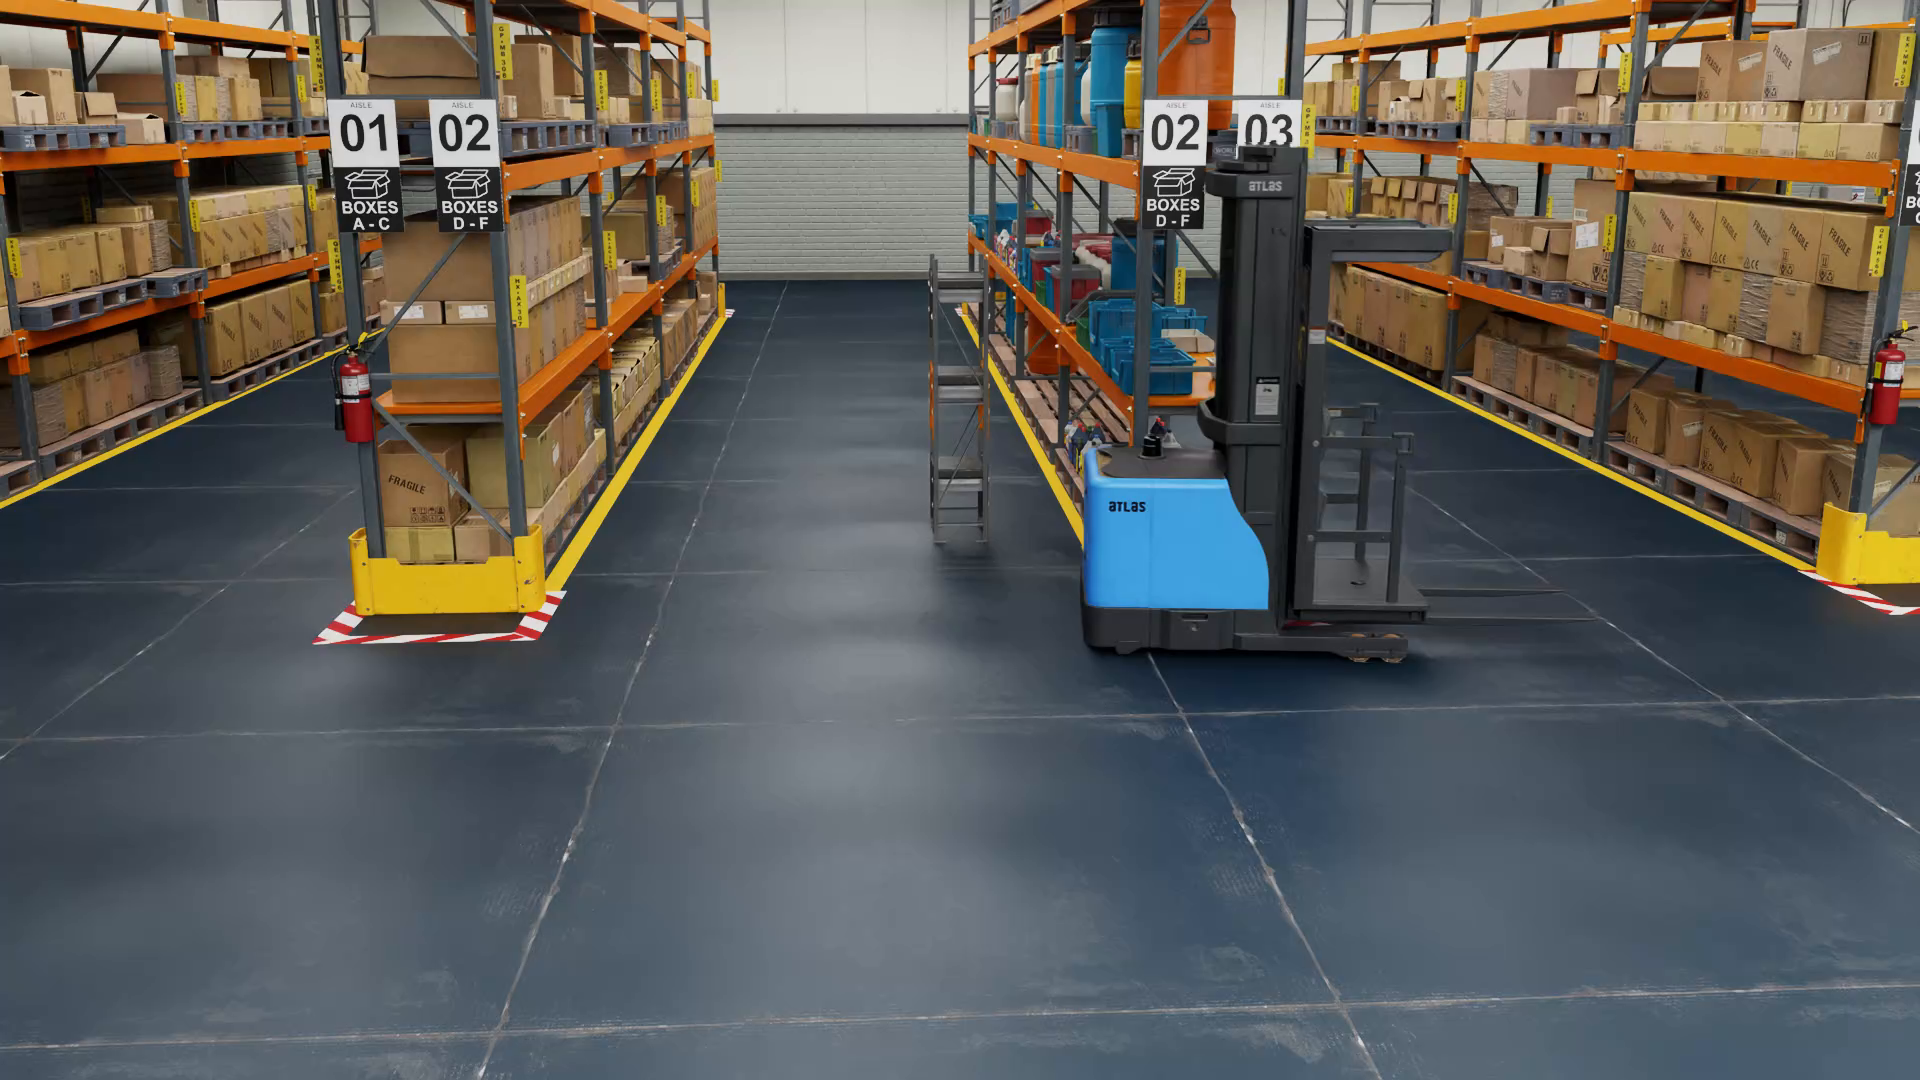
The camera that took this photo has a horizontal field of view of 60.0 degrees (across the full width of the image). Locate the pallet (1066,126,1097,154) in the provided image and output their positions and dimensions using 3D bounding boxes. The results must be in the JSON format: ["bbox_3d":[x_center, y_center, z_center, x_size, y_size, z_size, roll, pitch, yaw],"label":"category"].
[{"bbox_3d":[1.525,-3.281,13.617,1.213,0.211,1.003,-1,14,-3],"label":"pallet"}]

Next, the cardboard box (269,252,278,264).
[{"bbox_3d":[-8.663,-3.488,20.528,0.380,0.149,0.250,-1,14,-3],"label":"cardboard box"}]

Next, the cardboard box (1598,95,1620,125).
[{"bbox_3d":[6.168,-3.997,15.449,0.396,0.266,0.258,0,14,-1],"label":"cardboard box"}]

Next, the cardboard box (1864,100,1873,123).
[{"bbox_3d":[6.346,-2.883,11.193,0.380,0.149,0.250,-1,14,-5],"label":"cardboard box"}]

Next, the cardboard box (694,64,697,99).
[{"bbox_3d":[-4.172,-6.616,23.993,0.700,0.500,0.500,-1,14,-3],"label":"cardboard box"}]

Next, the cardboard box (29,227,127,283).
[{"bbox_3d":[-8.615,-2.775,16.207,0.700,0.500,0.500,-1,14,-3],"label":"cardboard box"}]

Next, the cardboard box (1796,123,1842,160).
[{"bbox_3d":[6.257,-2.799,11.668,0.500,0.250,0.500,-1,14,-3],"label":"cardboard box"}]

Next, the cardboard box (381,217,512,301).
[{"bbox_3d":[-3.333,-1.833,10.828,0.700,0.500,0.500,-1,14,-3],"label":"cardboard box"}]

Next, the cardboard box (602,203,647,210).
[{"bbox_3d":[-4.145,-3.972,20.901,0.700,0.500,0.500,1,14,5],"label":"cardboard box"}]

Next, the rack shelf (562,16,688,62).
[{"bbox_3d":[-3.933,-5.877,19.557,1.077,0.370,4.000,-1,14,-3],"label":"rack shelf"}]

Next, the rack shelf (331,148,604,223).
[{"bbox_3d":[-3.438,-2.629,12.148,1.077,0.370,4.000,-1,14,-3],"label":"rack shelf"}]

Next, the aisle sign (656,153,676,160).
[{"bbox_3d":[-4.602,-6.278,25.689,0.394,0.787,0.004,-1,14,-3],"label":"aisle sign"}]

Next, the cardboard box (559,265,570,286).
[{"bbox_3d":[-3.270,-2.067,13.038,0.380,0.149,0.250,-1,14,-4],"label":"cardboard box"}]

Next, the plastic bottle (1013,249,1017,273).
[{"bbox_3d":[0.669,-3.259,19.430,0.097,0.271,0.097,0,14,0],"label":"plastic bottle"}]

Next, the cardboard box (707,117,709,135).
[{"bbox_3d":[-3.990,-6.138,24.644,0.500,0.250,0.500,-1,14,-3],"label":"cardboard box"}]

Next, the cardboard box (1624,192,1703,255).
[{"bbox_3d":[6.100,-2.735,14.332,0.500,0.500,0.500,-1,14,-3],"label":"cardboard box"}]

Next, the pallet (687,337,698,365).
[{"bbox_3d":[-3.969,-2.459,21.661,1.003,0.211,1.213,-1,14,-3],"label":"pallet"}]

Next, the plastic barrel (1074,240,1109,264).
[{"bbox_3d":[1.412,-2.894,17.530,0.421,0.512,0.421,0,14,0],"label":"plastic barrel"}]

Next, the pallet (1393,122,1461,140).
[{"bbox_3d":[5.913,-4.967,20.172,1.003,0.211,1.213,0,14,-1],"label":"pallet"}]

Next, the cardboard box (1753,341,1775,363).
[{"bbox_3d":[6.256,-1.436,12.591,0.380,0.149,0.250,-1,14,-3],"label":"cardboard box"}]

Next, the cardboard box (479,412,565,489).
[{"bbox_3d":[-3.202,-0.647,12.193,0.500,0.500,0.500,-1,14,-3],"label":"cardboard box"}]

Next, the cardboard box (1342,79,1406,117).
[{"bbox_3d":[5.722,-6.110,22.990,0.700,0.500,0.500,-2,15,-7],"label":"cardboard box"}]

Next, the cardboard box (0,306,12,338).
[{"bbox_3d":[-8.174,-1.768,13.641,0.500,0.250,0.500,-1,14,-3],"label":"cardboard box"}]

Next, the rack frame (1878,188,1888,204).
[{"bbox_3d":[15.474,-5.311,27.150,1.000,3.000,0.127,-1,14,-3],"label":"rack frame"}]

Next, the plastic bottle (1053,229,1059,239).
[{"bbox_3d":[1.270,-3.840,21.529,0.144,0.351,0.185,-1,14,-3],"label":"plastic bottle"}]

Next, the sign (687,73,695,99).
[{"bbox_3d":[-3.503,-5.915,21.647,0.100,0.325,0.005,-1,14,-3],"label":"sign"}]

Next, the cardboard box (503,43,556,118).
[{"bbox_3d":[-3.144,-3.217,11.664,0.500,0.500,0.500,-1,14,-3],"label":"cardboard box"}]

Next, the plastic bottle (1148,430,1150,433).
[{"bbox_3d":[1.566,-0.870,14.320,0.144,0.351,0.185,-1,14,-3],"label":"plastic bottle"}]

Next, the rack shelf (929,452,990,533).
[{"bbox_3d":[-0.010,-0.367,12.603,0.431,0.518,0.480,-1,14,-3],"label":"rack shelf"}]

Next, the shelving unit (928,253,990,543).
[{"bbox_3d":[-0.010,-1.058,12.425,0.431,2.100,0.503,-1,14,-3],"label":"shelving unit"}]

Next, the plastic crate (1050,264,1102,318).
[{"bbox_3d":[1.047,-2.244,15.100,0.402,0.464,0.583,-1,14,-3],"label":"plastic crate"}]

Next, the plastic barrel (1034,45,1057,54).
[{"bbox_3d":[1.103,-5.098,18.594,0.600,0.830,0.708,-1,14,-3],"label":"plastic barrel"}]

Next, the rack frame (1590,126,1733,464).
[{"bbox_3d":[6.326,-2.174,14.956,1.000,3.000,0.127,-1,14,-3],"label":"rack frame"}]

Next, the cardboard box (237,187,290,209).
[{"bbox_3d":[-8.695,-4.260,20.721,0.500,0.250,0.500,-1,14,-2],"label":"cardboard box"}]

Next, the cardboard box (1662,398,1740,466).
[{"bbox_3d":[6.354,-0.924,14.273,0.500,0.500,0.500,4,15,14],"label":"cardboard box"}]

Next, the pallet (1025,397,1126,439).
[{"bbox_3d":[1.217,-1.246,16.945,1.003,0.211,1.213,-1,14,-3],"label":"pallet"}]

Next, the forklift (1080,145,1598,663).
[{"bbox_3d":[2.270,-0.835,9.891,3.031,2.935,1.130,1,14,2],"label":"forklift"}]

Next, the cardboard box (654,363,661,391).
[{"bbox_3d":[-3.533,-1.761,18.028,0.500,0.250,0.500,-1,14,-2],"label":"cardboard box"}]

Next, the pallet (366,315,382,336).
[{"bbox_3d":[-9.049,-3.078,24.066,1.003,0.211,1.213,-1,14,-3],"label":"pallet"}]

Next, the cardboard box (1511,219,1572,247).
[{"bbox_3d":[6.286,-3.150,17.704,0.700,0.500,0.500,1,14,5],"label":"cardboard box"}]

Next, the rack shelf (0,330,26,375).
[{"bbox_3d":[-8.382,-1.099,12.221,1.077,0.370,4.000,-1,14,-3],"label":"rack shelf"}]

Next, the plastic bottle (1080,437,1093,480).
[{"bbox_3d":[1.056,-0.668,13.535,0.144,0.351,0.185,-1,14,-4],"label":"plastic bottle"}]

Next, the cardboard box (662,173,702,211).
[{"bbox_3d":[-3.838,-4.794,22.932,0.500,0.500,0.500,-1,14,-5],"label":"cardboard box"}]

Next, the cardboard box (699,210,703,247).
[{"bbox_3d":[-3.852,-4.318,23.089,0.500,0.500,0.500,-1,14,-2],"label":"cardboard box"}]

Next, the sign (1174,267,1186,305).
[{"bbox_3d":[1.932,-2.237,14.647,0.100,0.325,0.005,-1,14,-3],"label":"sign"}]

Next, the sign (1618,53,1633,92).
[{"bbox_3d":[5.772,-4.058,14.432,0.100,0.325,0.005,-1,14,-3],"label":"sign"}]

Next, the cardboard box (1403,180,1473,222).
[{"bbox_3d":[5.963,-4.214,20.670,0.797,0.503,0.637,0,14,-2],"label":"cardboard box"}]

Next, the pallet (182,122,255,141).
[{"bbox_3d":[-8.918,-4.738,19.280,1.003,0.211,1.213,0,14,-1],"label":"pallet"}]

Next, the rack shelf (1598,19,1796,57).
[{"bbox_3d":[10.663,-7.268,24.164,1.077,0.370,4.000,-1,14,-3],"label":"rack shelf"}]

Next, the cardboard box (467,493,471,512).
[{"bbox_3d":[-3.685,-0.152,11.772,0.500,0.250,0.500,-1,14,-3],"label":"cardboard box"}]

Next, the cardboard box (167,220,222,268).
[{"bbox_3d":[-8.528,-3.266,18.364,0.500,0.500,0.500,0,14,-2],"label":"cardboard box"}]

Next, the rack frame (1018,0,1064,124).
[{"bbox_3d":[1.135,-5.998,17.778,1.000,3.000,0.127,-1,14,-3],"label":"rack frame"}]

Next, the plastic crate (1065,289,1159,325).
[{"bbox_3d":[1.288,-1.935,14.153,0.767,0.338,0.504,-1,14,-3],"label":"plastic crate"}]

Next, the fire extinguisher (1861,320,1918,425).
[{"bbox_3d":[6.121,-1.106,10.961,0.296,0.674,0.183,-1,14,-3],"label":"fire extinguisher"}]

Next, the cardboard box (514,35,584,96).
[{"bbox_3d":[-3.560,-4.123,14.463,0.500,0.500,0.500,-1,14,-3],"label":"cardboard box"}]
